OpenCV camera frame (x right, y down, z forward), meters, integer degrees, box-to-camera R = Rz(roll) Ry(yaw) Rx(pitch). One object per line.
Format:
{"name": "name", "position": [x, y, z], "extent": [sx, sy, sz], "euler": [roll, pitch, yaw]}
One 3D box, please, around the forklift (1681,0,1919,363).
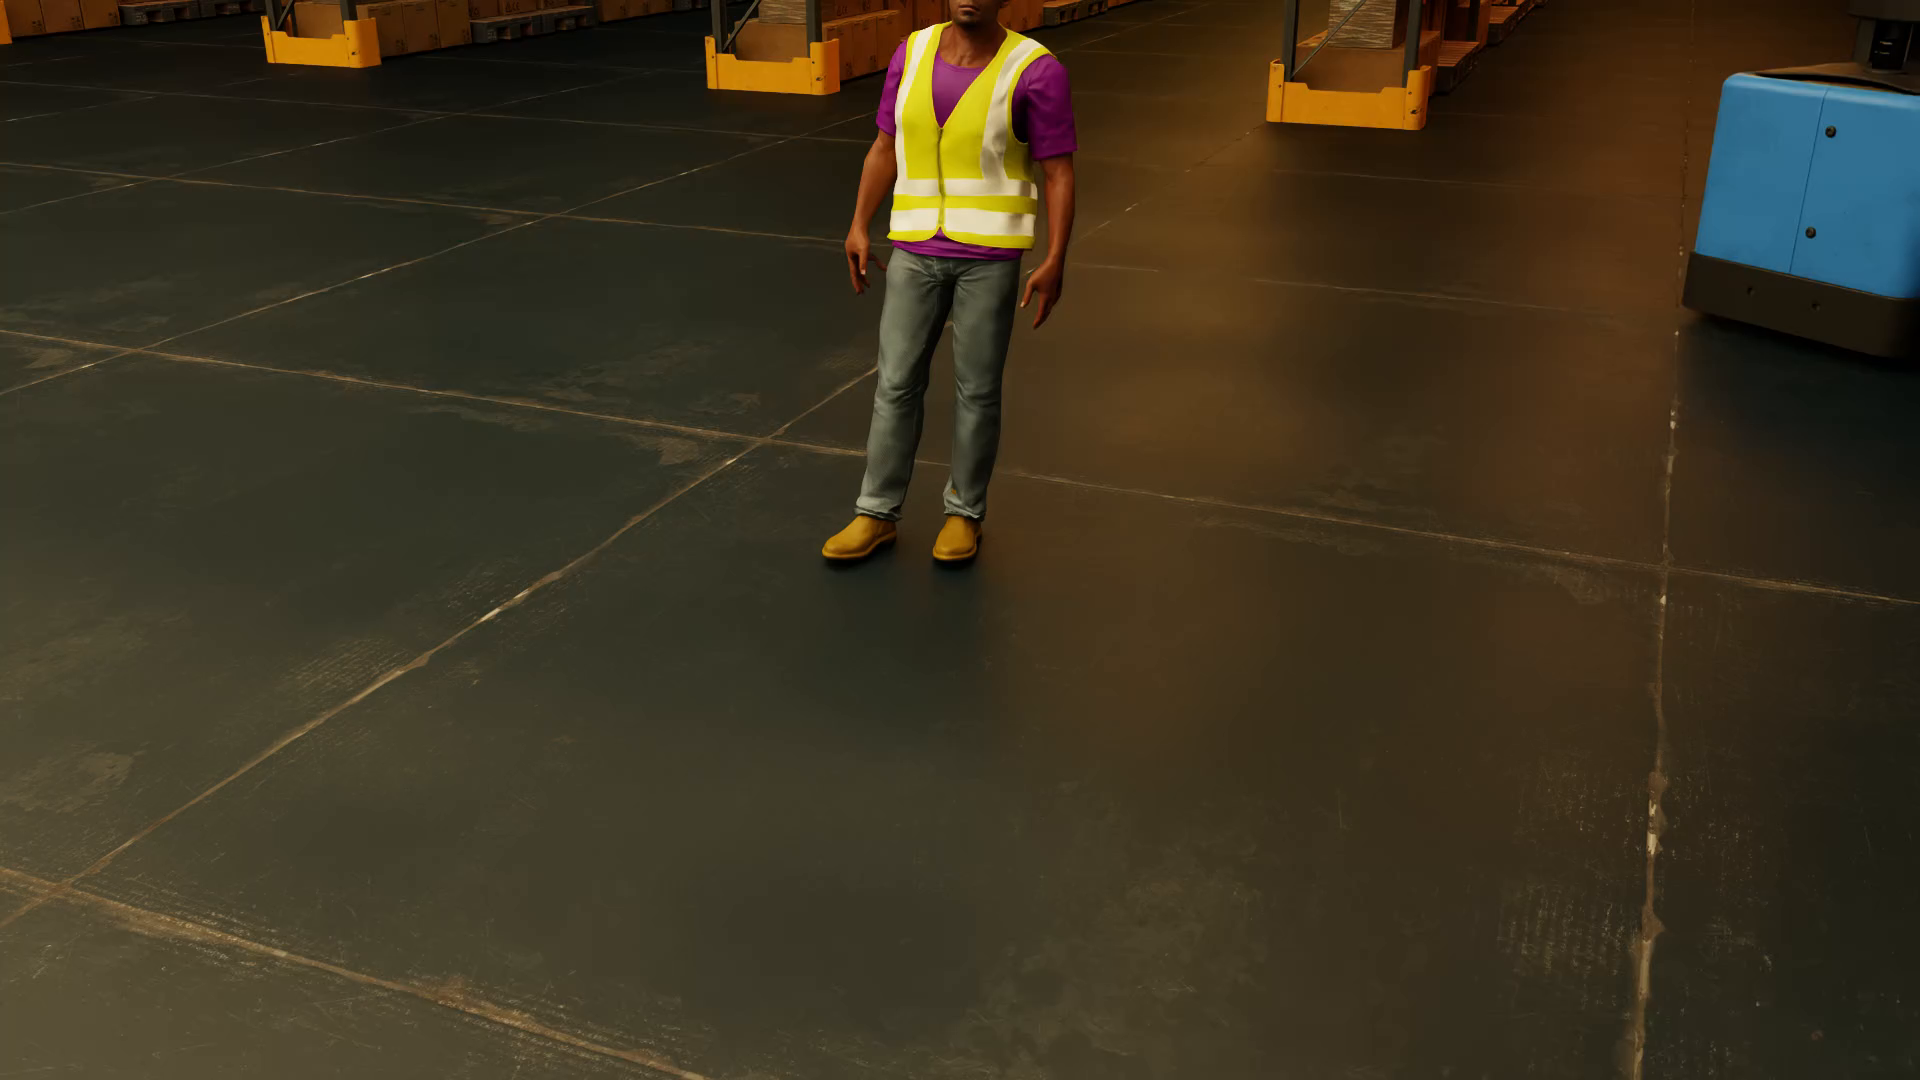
{"name": "forklift", "position": [4.747, -2.468, 7.196], "extent": [3.031, 2.935, 1.130], "euler": [-13, 26, -28]}

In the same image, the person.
{"name": "person", "position": [-0.032, -0.797, 4.692], "extent": [0.665, 1.768, 0.575], "euler": [9, 24, 21]}
